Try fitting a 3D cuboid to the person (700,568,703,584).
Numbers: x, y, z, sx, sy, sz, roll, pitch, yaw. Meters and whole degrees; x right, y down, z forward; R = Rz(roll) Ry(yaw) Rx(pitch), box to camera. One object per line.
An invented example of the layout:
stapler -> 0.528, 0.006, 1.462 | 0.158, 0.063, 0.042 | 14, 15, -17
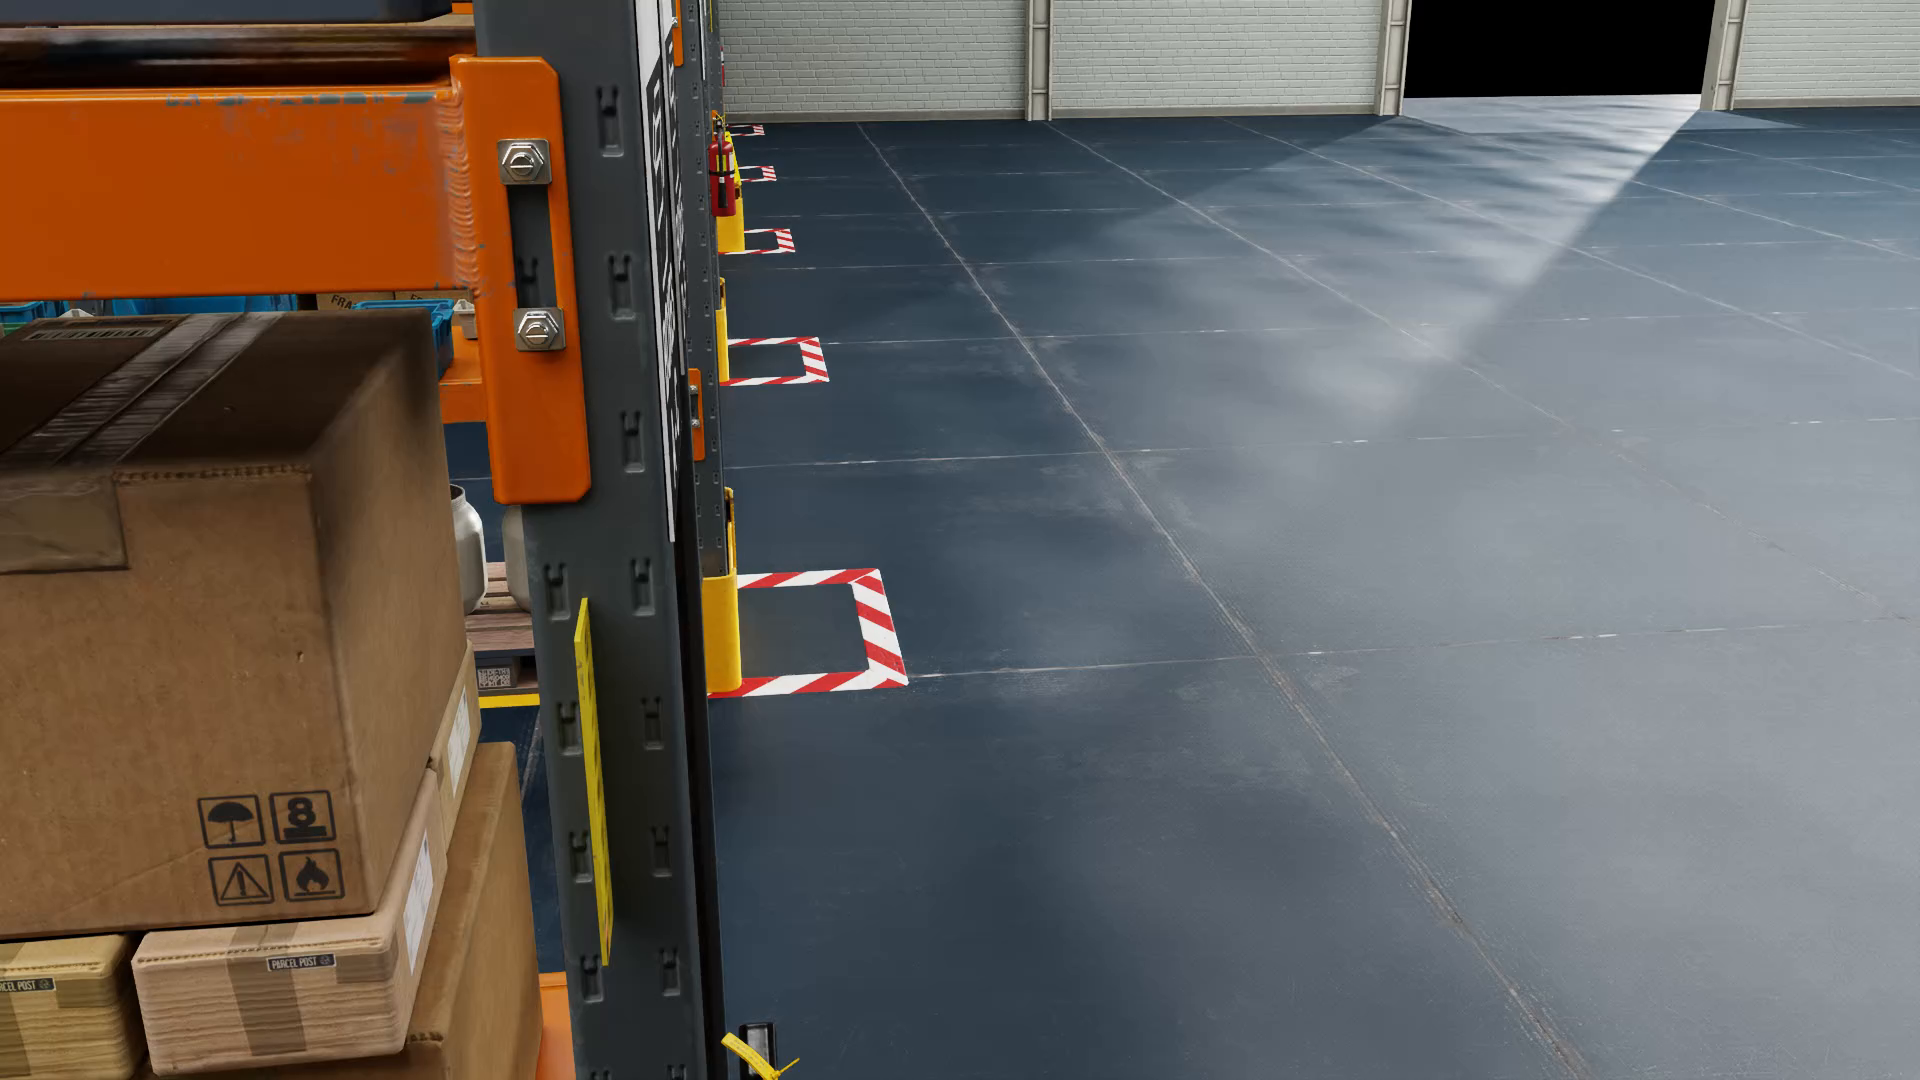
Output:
person -> -1.094, 0.148, 5.677 | 0.394, 1.655, 0.527 | 3, 20, 9
